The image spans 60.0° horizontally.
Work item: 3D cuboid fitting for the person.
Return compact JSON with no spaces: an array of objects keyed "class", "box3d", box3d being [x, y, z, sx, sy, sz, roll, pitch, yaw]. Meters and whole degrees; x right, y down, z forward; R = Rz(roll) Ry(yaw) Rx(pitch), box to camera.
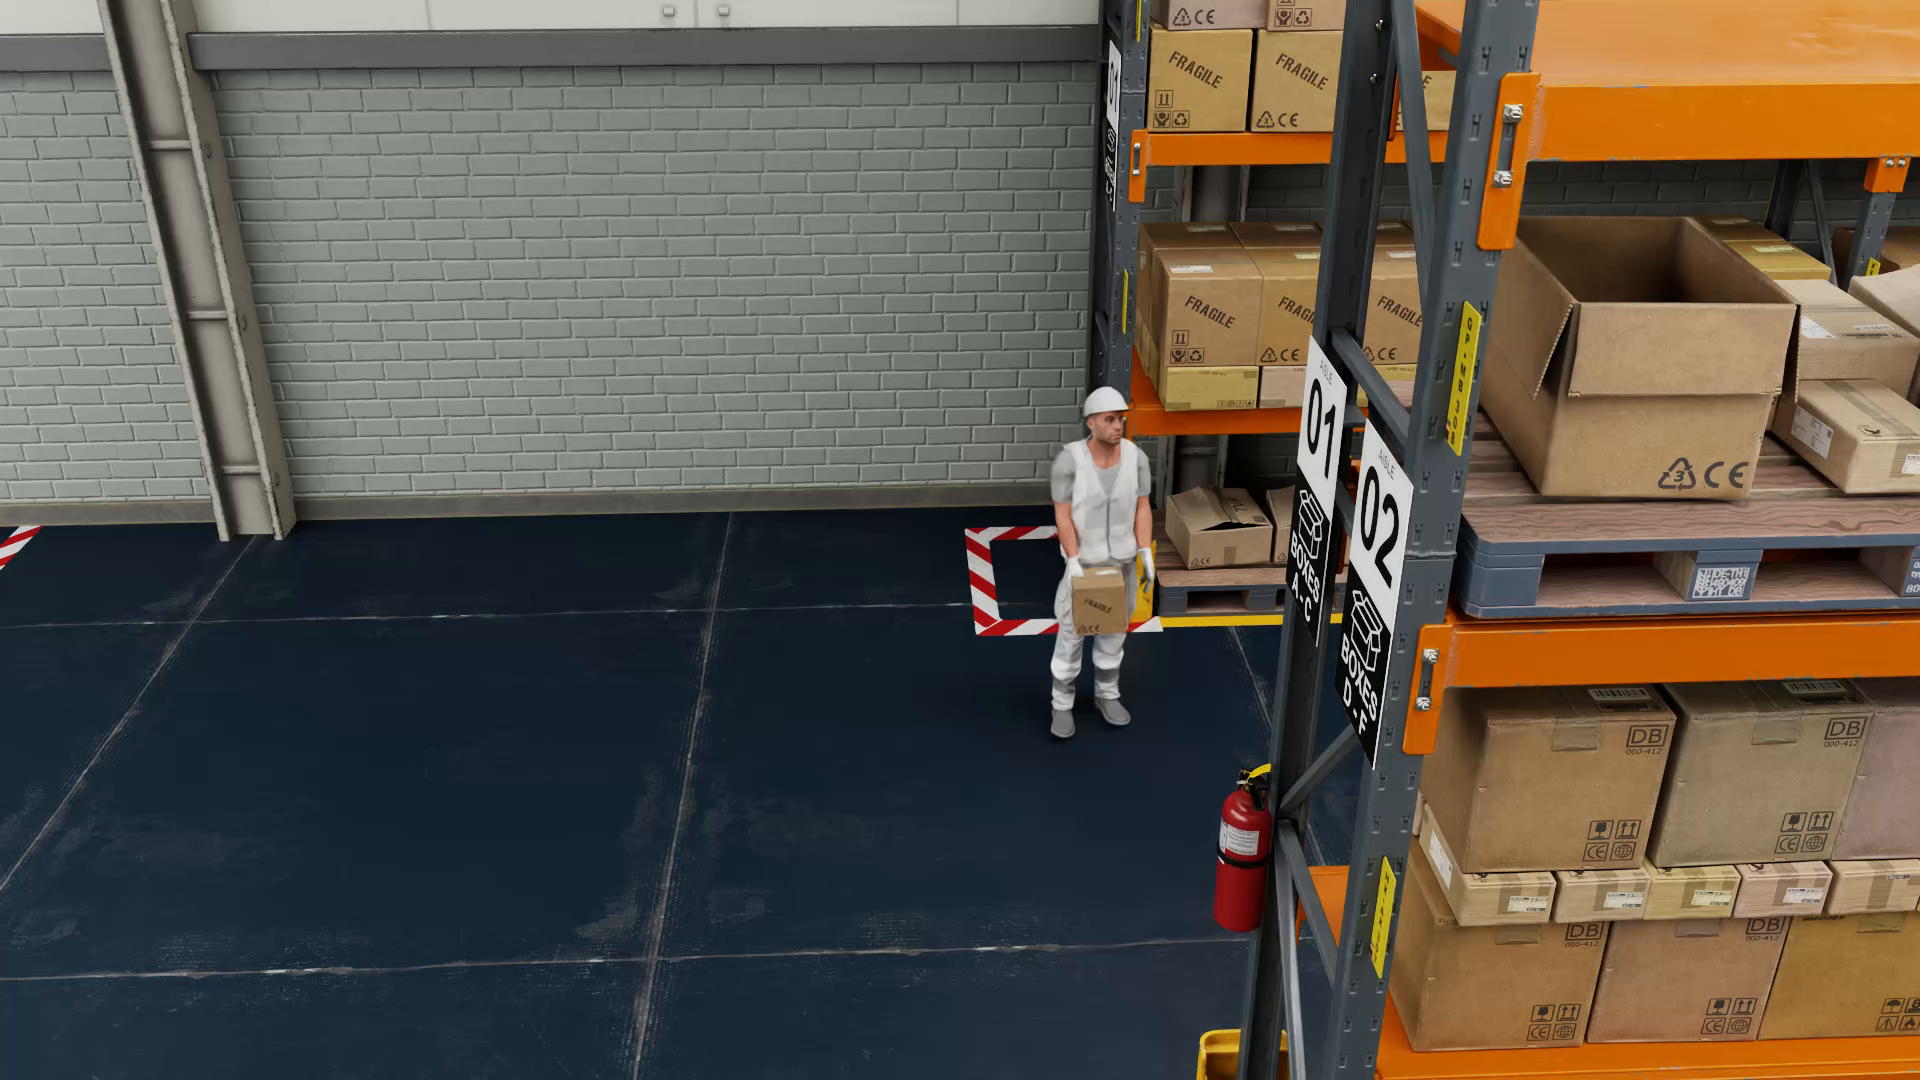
[{"class":"person","box3d":[0.704,0.119,8.343,0.561,1.794,0.480,-8,28,-15]}]
